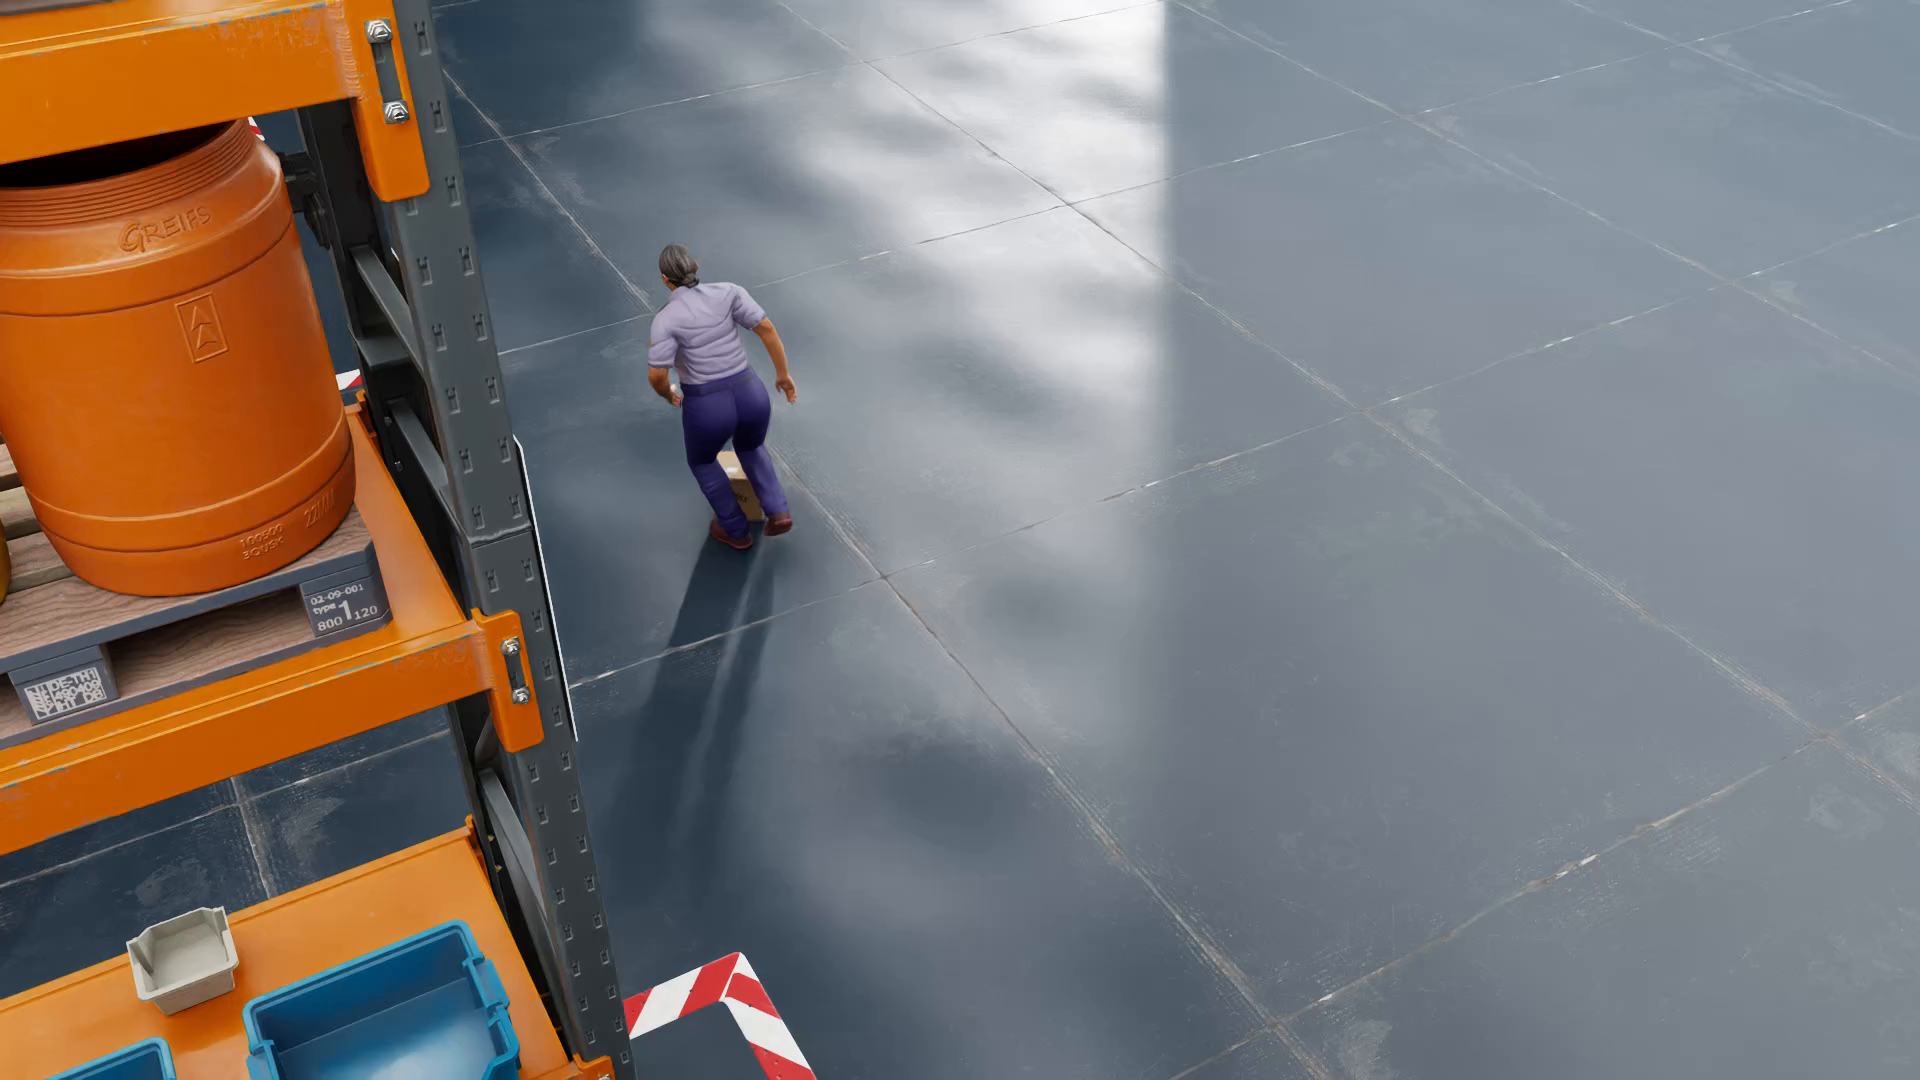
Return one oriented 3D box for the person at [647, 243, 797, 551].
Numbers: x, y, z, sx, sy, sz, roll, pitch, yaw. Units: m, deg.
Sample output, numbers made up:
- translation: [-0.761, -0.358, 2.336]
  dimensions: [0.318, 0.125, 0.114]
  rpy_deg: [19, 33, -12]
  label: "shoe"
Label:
- translation: [-1.104, -0.636, 7.870]
  dimensions: [0.657, 1.545, 0.661]
  rpy_deg: [-23, 43, -27]
  label: "person"
